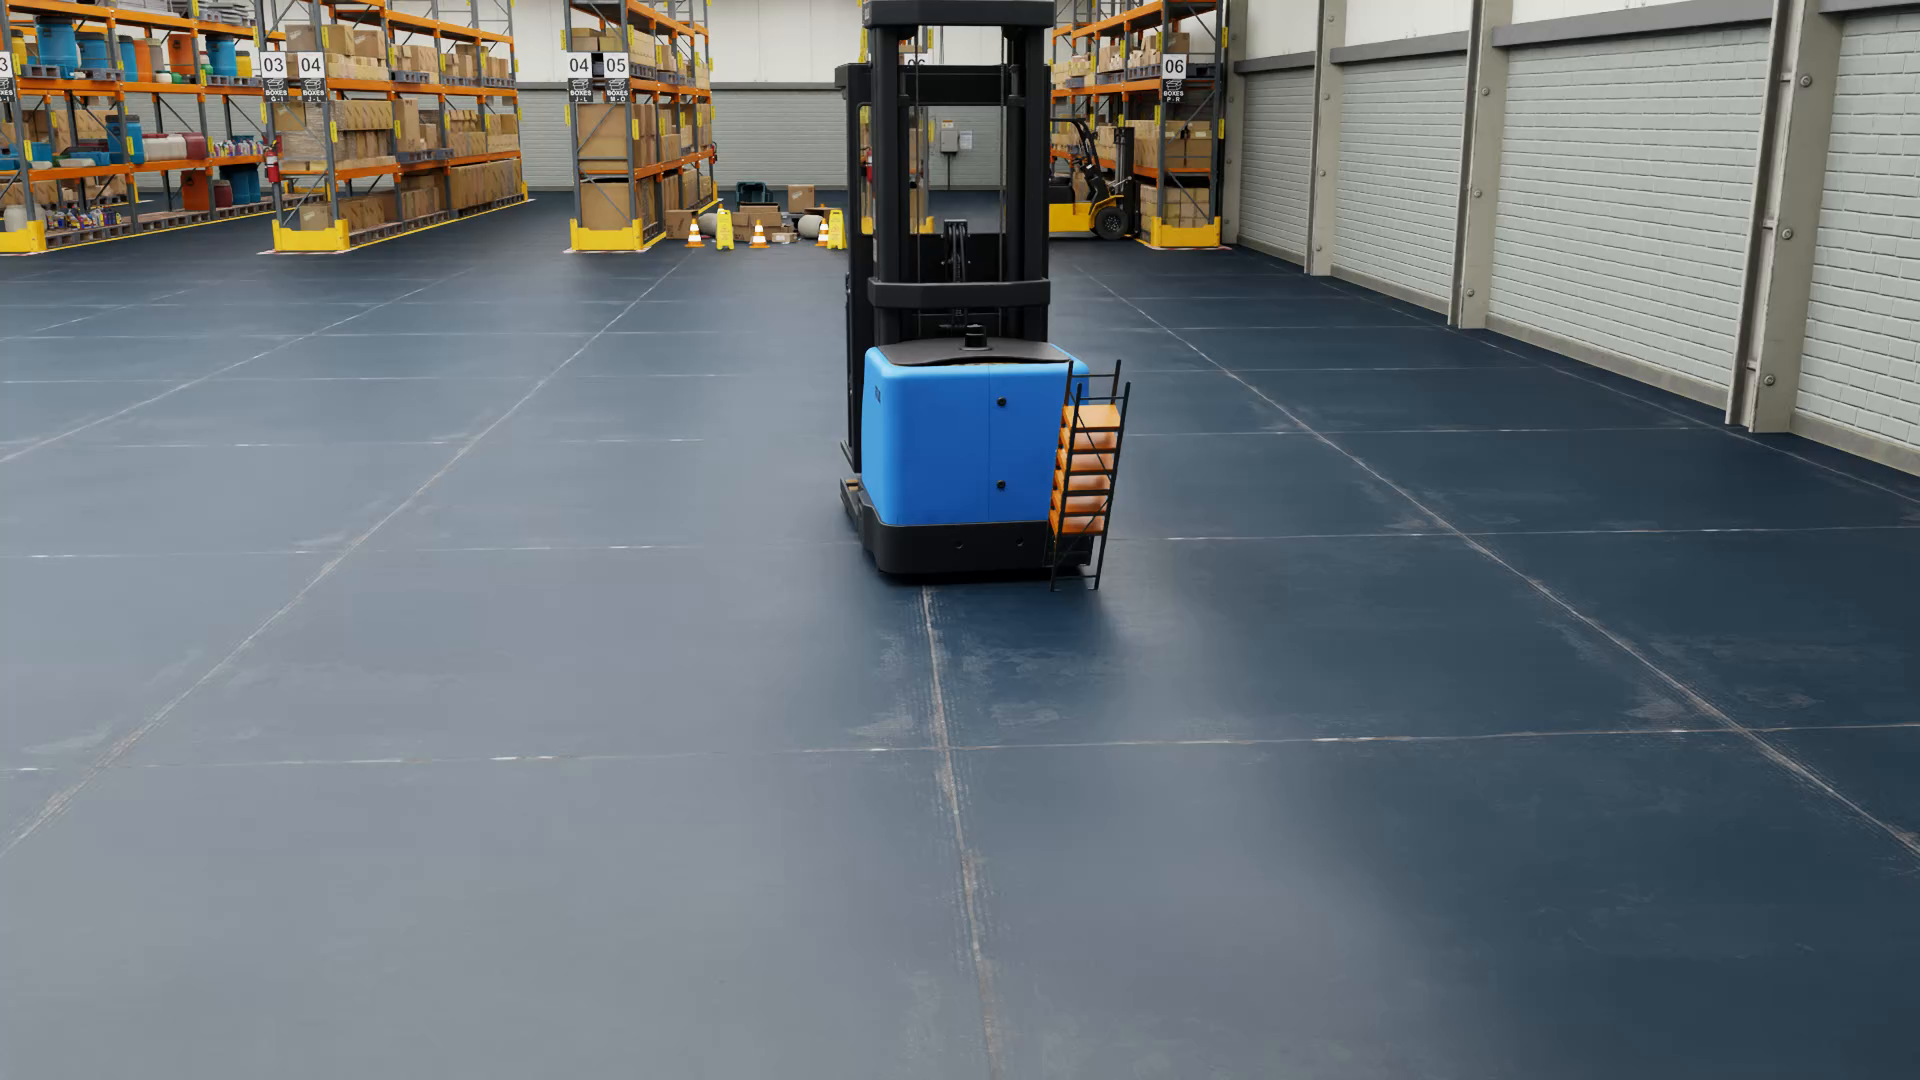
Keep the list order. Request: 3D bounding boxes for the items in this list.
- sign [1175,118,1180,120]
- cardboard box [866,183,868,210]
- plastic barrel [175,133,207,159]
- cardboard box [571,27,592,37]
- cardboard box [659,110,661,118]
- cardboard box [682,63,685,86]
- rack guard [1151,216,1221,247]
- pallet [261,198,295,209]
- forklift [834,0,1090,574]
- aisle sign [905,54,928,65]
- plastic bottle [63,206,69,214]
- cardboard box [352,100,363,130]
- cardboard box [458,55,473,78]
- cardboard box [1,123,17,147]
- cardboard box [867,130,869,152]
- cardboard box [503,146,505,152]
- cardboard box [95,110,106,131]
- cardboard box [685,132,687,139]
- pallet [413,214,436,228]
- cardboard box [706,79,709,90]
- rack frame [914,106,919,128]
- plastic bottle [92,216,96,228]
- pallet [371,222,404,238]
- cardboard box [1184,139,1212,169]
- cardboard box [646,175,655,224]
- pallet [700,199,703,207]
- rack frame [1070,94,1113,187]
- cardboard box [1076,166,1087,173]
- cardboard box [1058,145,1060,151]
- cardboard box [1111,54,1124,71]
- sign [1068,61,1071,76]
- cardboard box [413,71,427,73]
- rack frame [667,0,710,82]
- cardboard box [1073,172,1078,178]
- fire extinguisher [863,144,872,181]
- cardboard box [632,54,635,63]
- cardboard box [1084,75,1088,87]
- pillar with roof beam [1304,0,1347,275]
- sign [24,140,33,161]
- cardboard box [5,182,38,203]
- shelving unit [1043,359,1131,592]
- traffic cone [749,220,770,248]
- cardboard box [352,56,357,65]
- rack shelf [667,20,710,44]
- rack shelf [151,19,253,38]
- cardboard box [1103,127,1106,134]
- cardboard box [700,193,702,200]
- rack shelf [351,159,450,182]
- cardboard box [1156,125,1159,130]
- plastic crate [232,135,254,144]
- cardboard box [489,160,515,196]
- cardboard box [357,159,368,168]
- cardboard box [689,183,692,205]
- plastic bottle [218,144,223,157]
[{"bbox_3d":[4.217,-8.034,32.334,0.100,0.325,0.005,-1,14,-3],"label":"sign"},{"bbox_3d":[-1.523,-6.573,31.725,0.500,0.500,0.500,0,14,-1],"label":"cardboard box"},{"bbox_3d":[-16.041,-8.210,34.642,0.600,0.536,0.708,-1,14,-3],"label":"plastic barrel"},{"bbox_3d":[-6.336,-8.441,27.653,0.380,0.149,0.250,-1,14,-3],"label":"cardboard box"},{"bbox_3d":[-6.326,-8.298,33.048,0.700,0.500,0.500,-1,14,-3],"label":"cardboard box"},{"bbox_3d":[-6.280,-10.154,36.251,0.500,0.500,0.500,-1,14,-3],"label":"cardboard box"},{"bbox_3d":[3.913,-5.356,28.838,1.175,0.500,0.348,-1,14,-3],"label":"rack guard"},{"bbox_3d":[-16.705,-8.081,40.012,1.003,0.211,1.213,-1,14,-3],"label":"pallet"},{"bbox_3d":[-0.101,-1.574,9.260,1.130,2.935,3.031,-2,15,-9],"label":"forklift"},{"bbox_3d":[-0.729,-7.743,27.883,0.394,0.787,0.004,-1,14,-3],"label":"aisle sign"},{"bbox_3d":[-16.489,-5.983,30.693,0.144,0.351,0.185,0,14,-2],"label":"plastic bottle"},{"bbox_3d":[-10.752,-7.408,28.995,0.500,0.500,0.500,-1,14,-3],"label":"cardboard box"},{"bbox_3d":[-11.631,-10.886,38.255,0.700,0.500,0.500,-1,14,-2],"label":"cardboard box"},{"bbox_3d":[-21.393,-8.987,36.894,0.700,0.500,0.500,-5,15,-18],"label":"cardboard box"},{"bbox_3d":[-1.351,-6.818,28.707,0.500,0.500,0.500,-1,14,-4],"label":"cardboard box"},{"bbox_3d":[-11.461,-9.671,41.097,0.380,0.149,0.250,-1,14,-5],"label":"cardboard box"},{"bbox_3d":[-21.441,-10.341,40.989,0.500,0.500,0.500,0,14,-2],"label":"cardboard box"},{"bbox_3d":[-6.413,-9.180,37.748,0.380,0.149,0.250,-1,14,-3],"label":"cardboard box"},{"bbox_3d":[-11.310,-6.484,33.802,1.003,0.211,1.213,-1,14,-3],"label":"pallet"},{"bbox_3d":[-6.637,-11.517,42.048,0.500,0.250,0.500,-1,14,-3],"label":"cardboard box"},{"bbox_3d":[-1.290,-7.489,32.115,1.000,3.000,0.127,-1,14,-3],"label":"rack frame"},{"bbox_3d":[-15.724,-5.765,30.144,0.097,0.201,0.097,0,14,0],"label":"plastic bottle"},{"bbox_3d":[-11.104,-5.820,31.221,1.003,0.211,1.213,-1,14,-3],"label":"pallet"},{"bbox_3d":[4.158,-6.748,29.033,0.500,0.500,0.500,0,14,-2],"label":"cardboard box"},{"bbox_3d":[-6.255,-6.405,31.321,0.875,0.875,0.875,-1,14,-3],"label":"cardboard box"},{"bbox_3d":[-6.797,-8.194,40.448,1.003,0.211,1.213,-1,14,-3],"label":"pallet"},{"bbox_3d":[3.168,-9.557,40.149,1.000,3.000,0.127,-1,14,-3],"label":"rack frame"},{"bbox_3d":[2.989,-8.850,39.680,0.380,0.149,0.250,-2,15,-6],"label":"cardboard box"},{"bbox_3d":[2.697,-10.023,42.465,0.380,0.149,0.250,-1,14,-5],"label":"cardboard box"},{"bbox_3d":[3.328,-9.595,33.416,0.500,0.311,0.500,-1,14,-5],"label":"cardboard box"},{"bbox_3d":[2.627,-11.249,39.671,0.100,0.325,0.005,-1,14,-3],"label":"sign"},{"bbox_3d":[-11.082,-9.349,33.623,0.500,0.250,0.500,0,14,-2],"label":"cardboard box"},{"bbox_3d":[-6.968,-13.278,42.572,1.000,3.000,0.127,-1,14,-3],"label":"rack frame"},{"bbox_3d":[2.925,-8.770,39.965,0.380,0.149,0.250,0,14,-1],"label":"cardboard box"},{"bbox_3d":[-1.495,-6.422,28.120,0.296,0.674,0.183,-1,14,-3],"label":"fire extinguisher"},{"bbox_3d":[-5.695,-8.130,28.044,0.380,0.149,0.250,-1,14,-3],"label":"cardboard box"},{"bbox_3d":[3.079,-10.315,37.379,0.500,0.250,0.500,-1,14,-3],"label":"cardboard box"},{"bbox_3d":[0.843,-8.106,22.472,9.100,9.000,0.400,-1,14,-3],"label":"pillar with roof beam"},{"bbox_3d":[-15.328,-6.407,27.351,0.100,0.325,0.005,-1,14,-3],"label":"sign"},{"bbox_3d":[-21.195,-7.810,37.496,0.500,0.500,0.500,-1,14,-3],"label":"cardboard box"},{"bbox_3d":[0.580,-0.282,7.766,0.258,1.200,0.189,-2,39,-9],"label":"shelving unit"},{"bbox_3d":[-3.443,-5.251,28.508,0.336,0.463,0.334,-1,14,-3],"label":"traffic cone"},{"bbox_3d":[-10.857,-8.437,29.279,0.380,0.149,0.250,-1,14,-5],"label":"cardboard box"},{"bbox_3d":[-6.844,-12.430,40.729,1.077,0.370,4.000,-1,14,-3],"label":"rack shelf"},{"bbox_3d":[-16.496,-11.115,36.415,1.077,0.370,4.000,-1,14,-3],"label":"rack shelf"},{"bbox_3d":[3.230,-8.646,35.107,0.380,0.149,0.250,-1,14,-3],"label":"cardboard box"},{"bbox_3d":[-6.422,-8.296,40.127,0.380,0.149,0.250,-2,15,-6],"label":"cardboard box"},{"bbox_3d":[-11.305,-7.485,33.543,1.077,0.370,4.000,-1,14,-3],"label":"rack shelf"},{"bbox_3d":[3.633,-7.226,28.990,0.380,0.149,0.250,-1,14,-3],"label":"cardboard box"},{"bbox_3d":[-16.990,-9.382,39.381,0.392,0.384,0.575,-1,14,-3],"label":"plastic crate"},{"bbox_3d":[-11.749,-9.111,41.839,0.875,0.875,0.875,-1,14,-3],"label":"cardboard box"},{"bbox_3d":[-10.709,-6.669,29.431,0.380,0.149,0.250,-1,14,-3],"label":"cardboard box"},{"bbox_3d":[-6.333,-7.808,37.527,0.500,0.500,0.500,-1,14,-5],"label":"cardboard box"},{"bbox_3d":[-16.068,-8.460,36.121,0.061,0.283,0.133,-1,14,-3],"label":"plastic bottle"}]
